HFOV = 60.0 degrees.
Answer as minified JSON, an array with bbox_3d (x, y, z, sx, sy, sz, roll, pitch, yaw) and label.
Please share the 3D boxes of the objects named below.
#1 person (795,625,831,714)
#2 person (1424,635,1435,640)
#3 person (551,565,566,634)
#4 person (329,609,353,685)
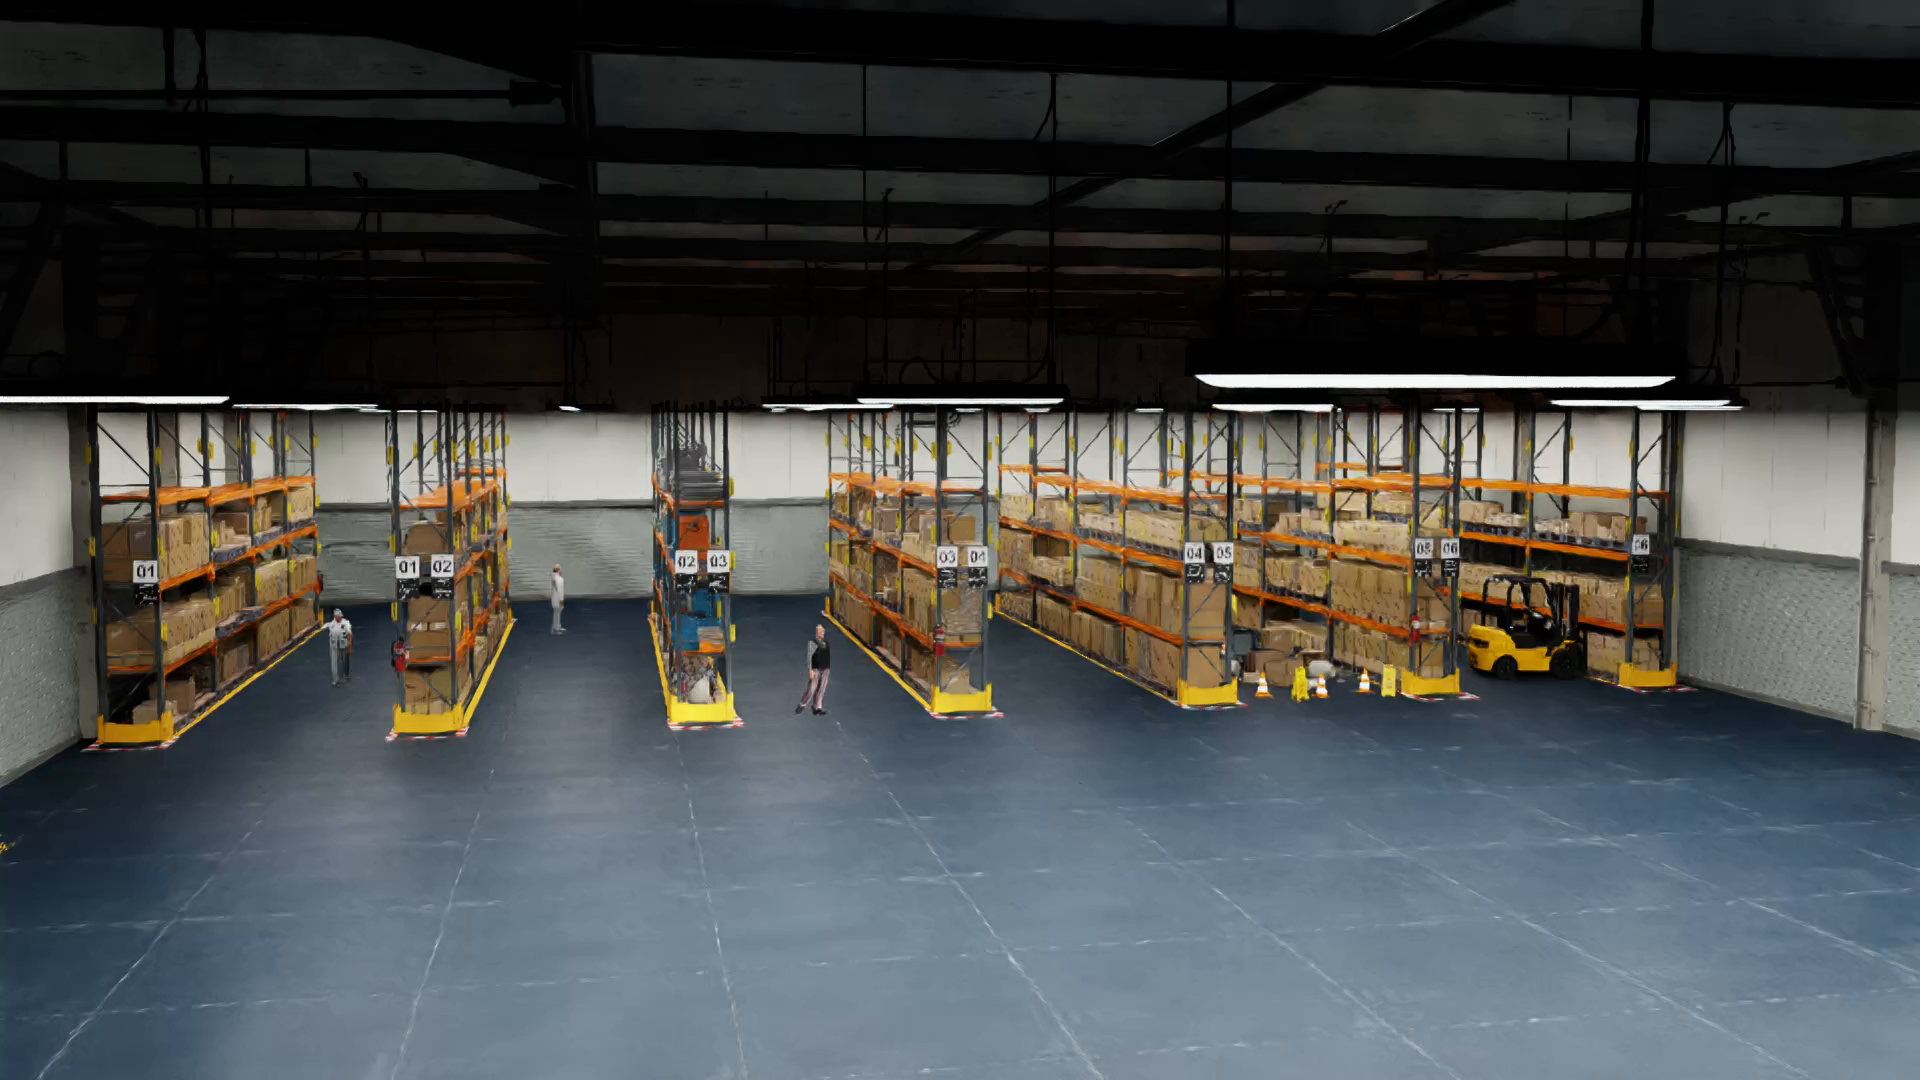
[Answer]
[{"bbox_3d":[-2.798,2.477,31.695,0.515,1.712,0.711,3,5,38],"label":"person"},{"bbox_3d":[10.630,2.028,37.828,0.467,1.675,0.497,2,5,19],"label":"person"},{"bbox_3d":[-10.508,1.536,43.528,0.447,1.779,0.670,-2,5,-23],"label":"person"},{"bbox_3d":[-13.160,2.252,35.361,0.493,1.605,1.000,-1,4,-13],"label":"person"}]
